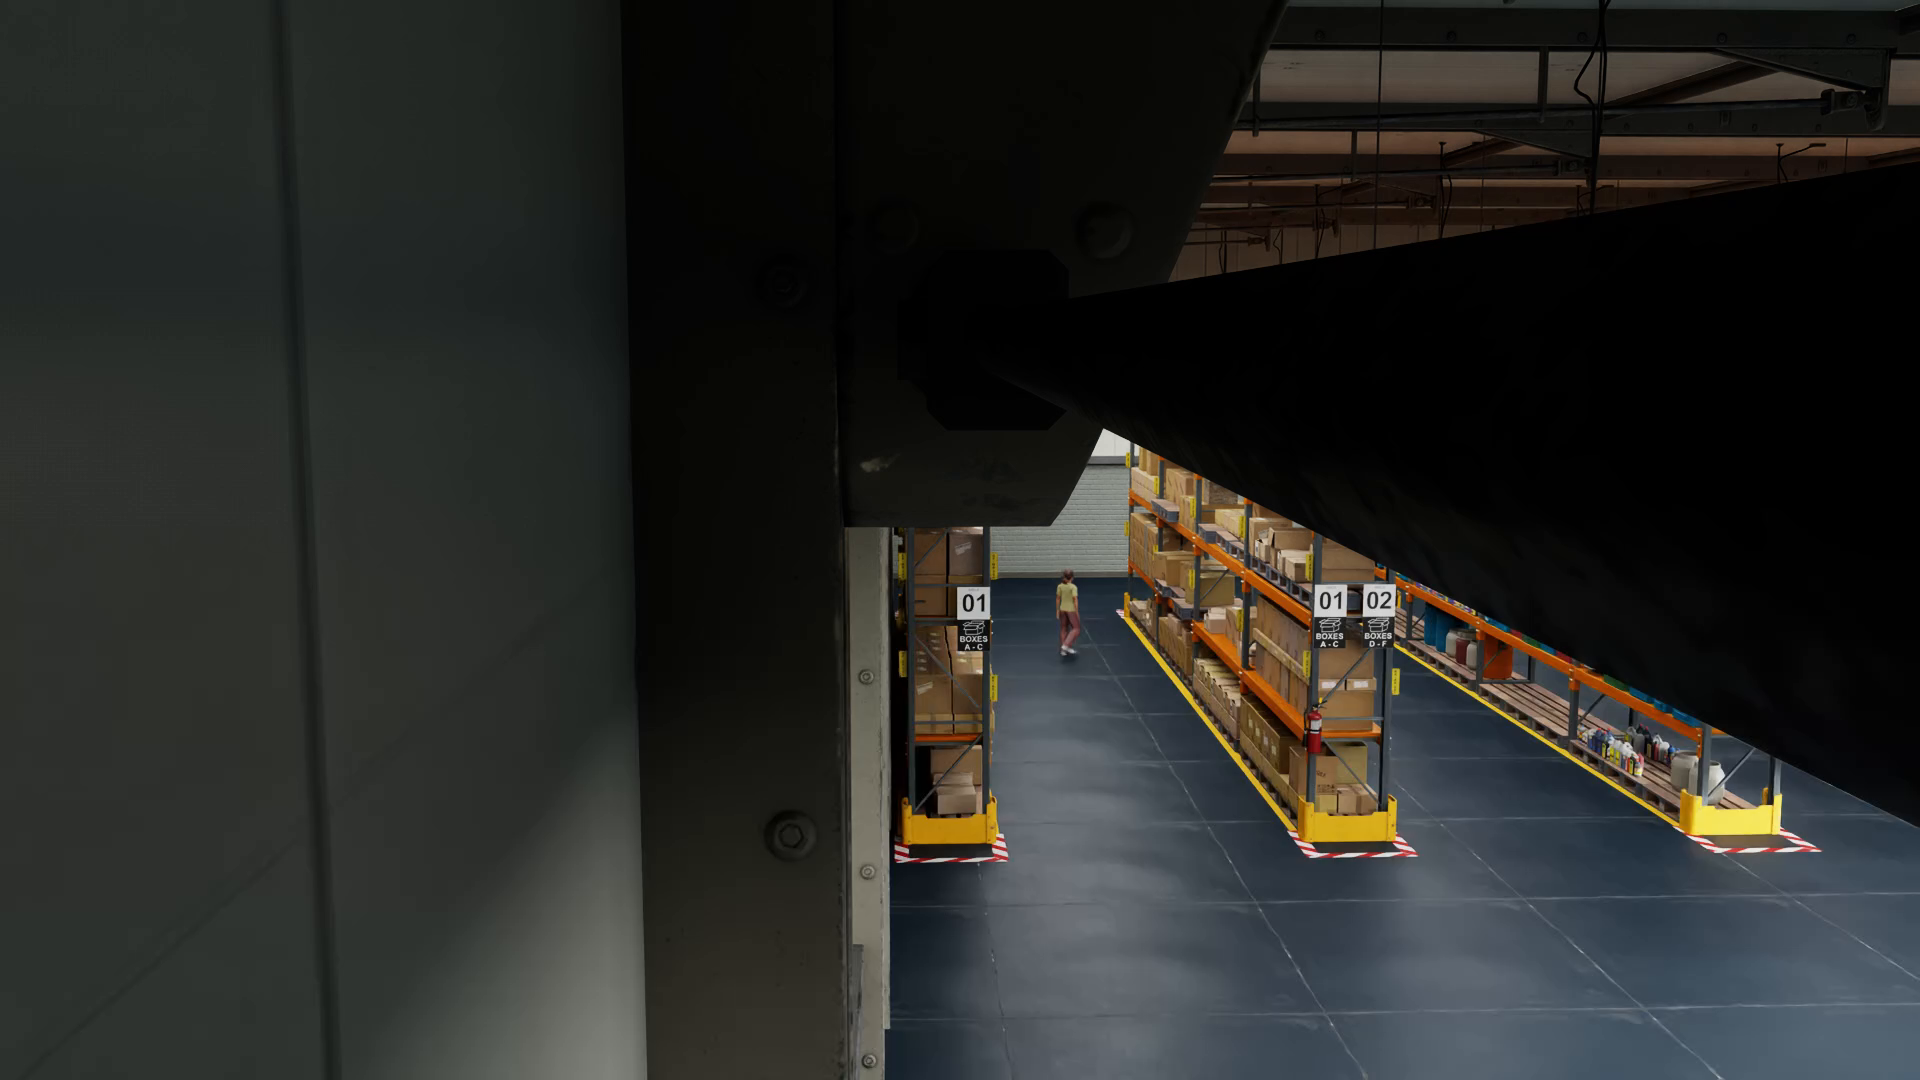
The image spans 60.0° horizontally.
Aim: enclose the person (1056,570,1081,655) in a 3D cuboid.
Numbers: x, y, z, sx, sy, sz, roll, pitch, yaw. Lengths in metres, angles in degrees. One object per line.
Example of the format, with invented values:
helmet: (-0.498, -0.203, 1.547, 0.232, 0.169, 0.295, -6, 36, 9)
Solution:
person: (2.051, 1.409, 32.002, 0.486, 1.670, 0.516, 5, 9, 36)
